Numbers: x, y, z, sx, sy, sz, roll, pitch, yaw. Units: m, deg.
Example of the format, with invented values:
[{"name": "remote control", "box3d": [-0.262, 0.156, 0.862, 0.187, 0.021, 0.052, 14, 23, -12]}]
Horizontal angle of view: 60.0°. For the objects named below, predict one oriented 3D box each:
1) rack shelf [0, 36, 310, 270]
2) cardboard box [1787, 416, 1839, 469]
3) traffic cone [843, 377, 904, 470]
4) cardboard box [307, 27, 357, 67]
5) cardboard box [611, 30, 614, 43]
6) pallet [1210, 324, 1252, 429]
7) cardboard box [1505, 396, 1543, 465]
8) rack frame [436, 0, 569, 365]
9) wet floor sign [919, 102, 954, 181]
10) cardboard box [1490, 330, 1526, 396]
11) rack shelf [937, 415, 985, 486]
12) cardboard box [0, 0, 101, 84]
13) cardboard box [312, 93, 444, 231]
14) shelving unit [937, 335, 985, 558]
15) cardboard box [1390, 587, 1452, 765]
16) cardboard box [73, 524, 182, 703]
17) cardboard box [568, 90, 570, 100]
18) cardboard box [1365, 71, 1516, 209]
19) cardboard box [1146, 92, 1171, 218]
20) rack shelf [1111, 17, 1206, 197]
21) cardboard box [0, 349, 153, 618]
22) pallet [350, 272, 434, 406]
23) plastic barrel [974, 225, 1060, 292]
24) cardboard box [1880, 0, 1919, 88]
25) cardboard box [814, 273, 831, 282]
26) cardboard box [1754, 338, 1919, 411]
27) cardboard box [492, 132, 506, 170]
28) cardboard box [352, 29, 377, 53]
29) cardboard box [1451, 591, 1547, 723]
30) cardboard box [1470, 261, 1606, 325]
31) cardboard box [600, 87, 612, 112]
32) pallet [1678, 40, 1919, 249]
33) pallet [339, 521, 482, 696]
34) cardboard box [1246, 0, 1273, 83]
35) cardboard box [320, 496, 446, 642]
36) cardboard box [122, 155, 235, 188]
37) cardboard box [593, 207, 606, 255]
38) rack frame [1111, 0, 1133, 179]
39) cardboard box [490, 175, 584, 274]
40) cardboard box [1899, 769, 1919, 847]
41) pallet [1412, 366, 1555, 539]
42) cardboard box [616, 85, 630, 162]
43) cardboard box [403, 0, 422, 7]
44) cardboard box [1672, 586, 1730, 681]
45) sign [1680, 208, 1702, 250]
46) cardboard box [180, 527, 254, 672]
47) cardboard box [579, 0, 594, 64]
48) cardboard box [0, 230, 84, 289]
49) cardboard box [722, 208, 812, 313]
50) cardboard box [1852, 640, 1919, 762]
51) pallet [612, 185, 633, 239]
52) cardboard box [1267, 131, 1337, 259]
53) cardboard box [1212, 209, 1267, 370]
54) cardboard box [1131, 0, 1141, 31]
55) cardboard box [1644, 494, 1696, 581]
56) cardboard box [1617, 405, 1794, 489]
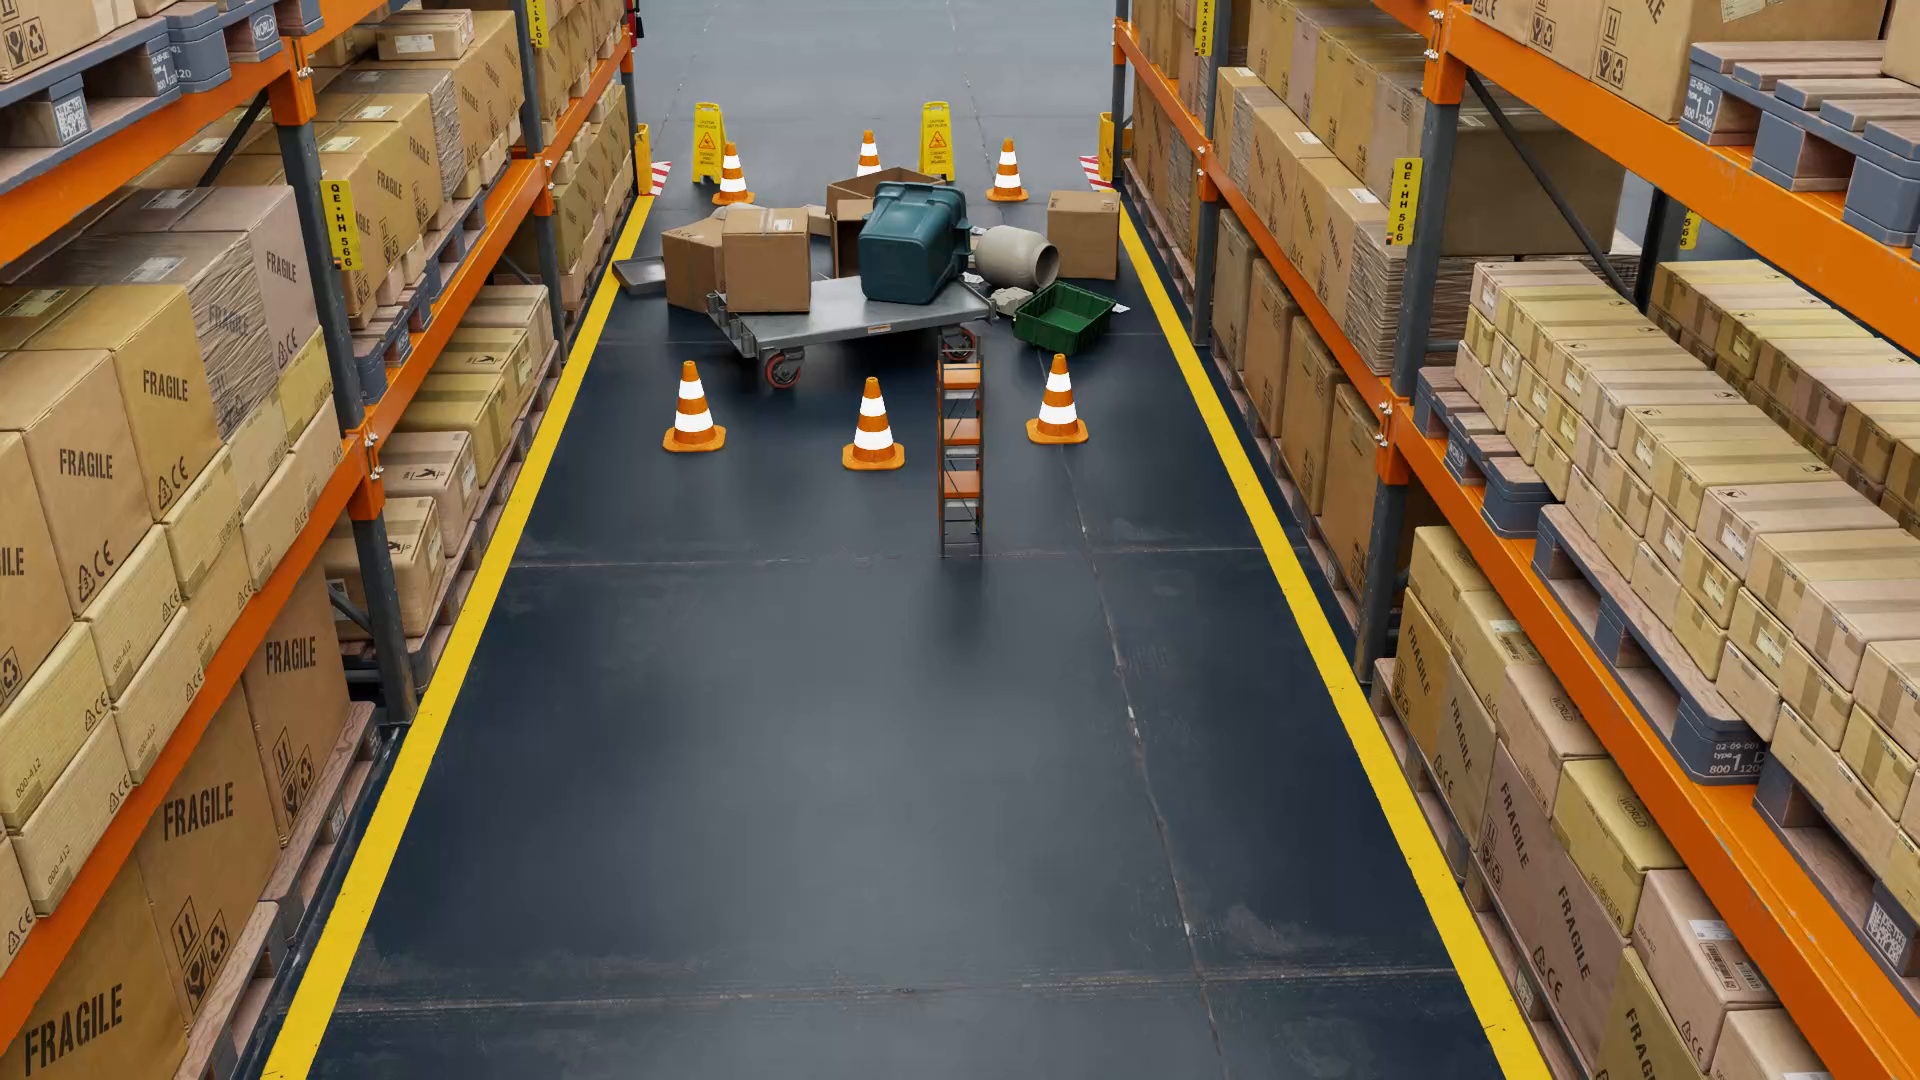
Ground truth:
[{"name": "rack shelf", "box3d": [-2.638, -0.672, 3.829, 1.077, 0.370, 4.000, -1, 28, -3]}, {"name": "cardboard box", "box3d": [2.732, -0.265, 5.011, 0.380, 0.149, 0.250, -2, 28, -3]}, {"name": "traffic cone", "box3d": [-0.474, -0.659, 9.012, 0.336, 0.463, 0.334, -1, 28, -3]}, {"name": "cardboard box", "box3d": [-3.120, -2.357, 7.940, 0.380, 0.149, 0.250, 0, 28, 0]}, {"name": "cardboard box", "box3d": [-2.811, -3.767, 12.501, 0.380, 0.149, 0.250, -2, 28, -4]}, {"name": "pallet", "box3d": [2.103, -1.007, 9.953, 1.003, 0.211, 1.213, -1, 28, -3]}, {"name": "cardboard box", "box3d": [2.046, -0.366, 5.525, 0.380, 0.149, 0.250, 0, 28, 0]}, {"name": "rack frame", "box3d": [-2.951, -2.432, 9.669, 1.000, 3.000, 0.127, -1, 28, -3]}, {"name": "wet floor sign", "box3d": [-0.201, -3.367, 14.008, 0.267, 0.644, 0.232, -6, 28, -11]}, {"name": "cardboard box", "box3d": [2.037, -0.604, 5.661, 0.380, 0.149, 0.250, 0, 28, 0]}, {"name": "rack shelf", "box3d": [0.003, -0.431, 7.965, 0.215, 0.259, 0.240, -1, 28, -3]}, {"name": "cardboard box", "box3d": [-2.360, -1.338, 3.766, 0.500, 0.500, 0.500, -1, 28, -2]}, {"name": "cardboard box", "box3d": [-2.603, -1.646, 7.279, 0.500, 0.500, 0.500, -1, 28, -2]}, {"name": "shelving unit", "box3d": [0.003, -0.441, 7.960, 0.215, 1.050, 0.252, -1, 28, -3]}, {"name": "cardboard box", "box3d": [1.978, 0.504, 6.289, 0.500, 0.500, 0.500, -3, 28, -5]}, {"name": "cardboard box", "box3d": [-2.358, 0.190, 4.264, 0.500, 0.250, 0.500, -2, 28, -4]}, {"name": "cardboard box", "box3d": [-2.780, -2.949, 10.931, 0.380, 0.149, 0.250, -2, 28, -3]}, {"name": "cardboard box", "box3d": [2.155, -1.680, 7.038, 0.700, 0.500, 0.500, -2, 28, -3]}, {"name": "cardboard box", "box3d": [1.928, -2.972, 12.548, 0.875, 0.875, 0.875, -2, 28, -3]}, {"name": "rack shelf", "box3d": [1.883, -3.203, 11.925, 1.077, 0.370, 4.000, -1, 28, -3]}, {"name": "cardboard box", "box3d": [-2.380, -0.140, 4.085, 0.500, 0.500, 0.500, -2, 28, -3]}, {"name": "pallet", "box3d": [-2.886, -0.826, 6.798, 1.213, 0.211, 1.003, -1, 28, -3]}, {"name": "plastic barrel", "box3d": [0.396, -1.943, 11.517, 0.512, 0.421, 0.421, 19, 33, 32]}, {"name": "cardboard box", "box3d": [2.455, -1.182, 3.464, 0.797, 0.503, 0.637, -2, 28, -3]}, {"name": "cardboard box", "box3d": [-0.850, -1.648, 11.122, 0.258, 0.266, 0.396, -23, 35, -37]}, {"name": "cardboard box", "box3d": [2.722, -0.514, 5.166, 0.380, 0.149, 0.250, -1, 28, -1]}, {"name": "cardboard box", "box3d": [-2.603, -2.035, 8.727, 0.380, 0.149, 0.250, -2, 28, -3]}, {"name": "cardboard box", "box3d": [-3.186, -2.340, 8.608, 0.500, 0.500, 0.500, -1, 28, -2]}, {"name": "cardboard box", "box3d": [2.017, 0.397, 5.683, 0.500, 0.250, 0.500, -2, 28, -3]}, {"name": "cardboard box", "box3d": [2.027, -0.869, 5.848, 0.380, 0.149, 0.250, -1, 28, -3]}, {"name": "cardboard box", "box3d": [-2.761, -3.219, 12.184, 0.380, 0.149, 0.250, -1, 28, -2]}, {"name": "pallet", "box3d": [2.422, -0.917, 3.724, 1.213, 0.211, 1.003, -1, 28, -3]}, {"name": "pallet", "box3d": [-2.781, 0.291, 7.464, 1.003, 0.211, 1.213, -1, 28, -3]}, {"name": "cardboard box", "box3d": [2.019, -2.857, 9.294, 0.700, 0.500, 0.500, -2, 28, -4]}, {"name": "cardboard box", "box3d": [-2.762, 0.133, 7.139, 0.950, 0.372, 0.625, -3, 28, -6]}, {"name": "cardboard box", "box3d": [-3.043, -1.150, 6.328, 0.500, 0.500, 0.500, -2, 28, -4]}, {"name": "cardboard box", "box3d": [-2.782, -2.169, 11.685, 0.500, 0.250, 0.500, -2, 28, -3]}, {"name": "rack frame", "box3d": [1.778, -4.445, 13.530, 1.000, 3.000, 0.127, -1, 28, -3]}, {"name": "cardboard box", "box3d": [-2.712, -2.011, 10.570, 0.500, 0.500, 0.500, 0, 28, 0]}, {"name": "cardboard box", "box3d": [2.172, 0.589, 3.373, 0.380, 0.149, 0.250, -1, 28, -2]}, {"name": "pallet", "box3d": [2.340, -0.339, 5.864, 1.213, 0.211, 1.003, -1, 28, -3]}, {"name": "cardboard box", "box3d": [-2.858, -3.215, 12.879, 0.500, 0.500, 0.500, -1, 28, -2]}, {"name": "cardboard box", "box3d": [-3.288, -3.284, 10.874, 0.500, 0.500, 0.500, -1, 28, -1]}, {"name": "cardboard box", "box3d": [2.115, 0.241, 4.361, 0.380, 0.149, 0.250, 0, 28, 0]}, {"name": "sign", "box3d": [2.737, -1.247, 6.230, 0.100, 0.325, 0.005, -1, 28, -3]}, {"name": "cardboard box", "box3d": [-2.404, 0.177, 4.828, 0.500, 0.250, 0.500, -2, 28, -3]}, {"name": "cardboard box", "box3d": [-2.804, -3.514, 11.315, 0.500, 0.500, 0.500, -1, 28, -2]}, {"name": "cardboard box", "box3d": [-2.925, -0.610, 4.986, 0.500, 0.500, 0.500, -1, 28, -2]}, {"name": "cardboard box", "box3d": [-1.175, -1.716, 10.181, 0.500, 0.500, 0.500, -1, 28, -3]}, {"name": "cardboard box", "box3d": [2.163, 0.334, 3.541, 0.380, 0.149, 0.250, -2, 28, -4]}, {"name": "pallet", "box3d": [-3.149, -2.632, 13.068, 1.003, 0.211, 1.213, -1, 28, -3]}, {"name": "cardboard box", "box3d": [1.823, -1.695, 8.147, 0.500, 0.500, 0.500, -1, 28, -2]}, {"name": "cardboard box", "box3d": [2.109, -1.502, 9.866, 1.050, 0.750, 0.750, -2, 28, -3]}, {"name": "cardboard box", "box3d": [1.843, -4.342, 13.169, 0.875, 0.550, 0.550, -1, 28, -3]}, {"name": "cardboard box", "box3d": [2.107, -0.010, 4.522, 0.380, 0.149, 0.250, 0, 28, -1]}, {"name": "cardboard box", "box3d": [2.097, -0.265, 4.688, 0.380, 0.149, 0.250, -1, 28, -1]}]
